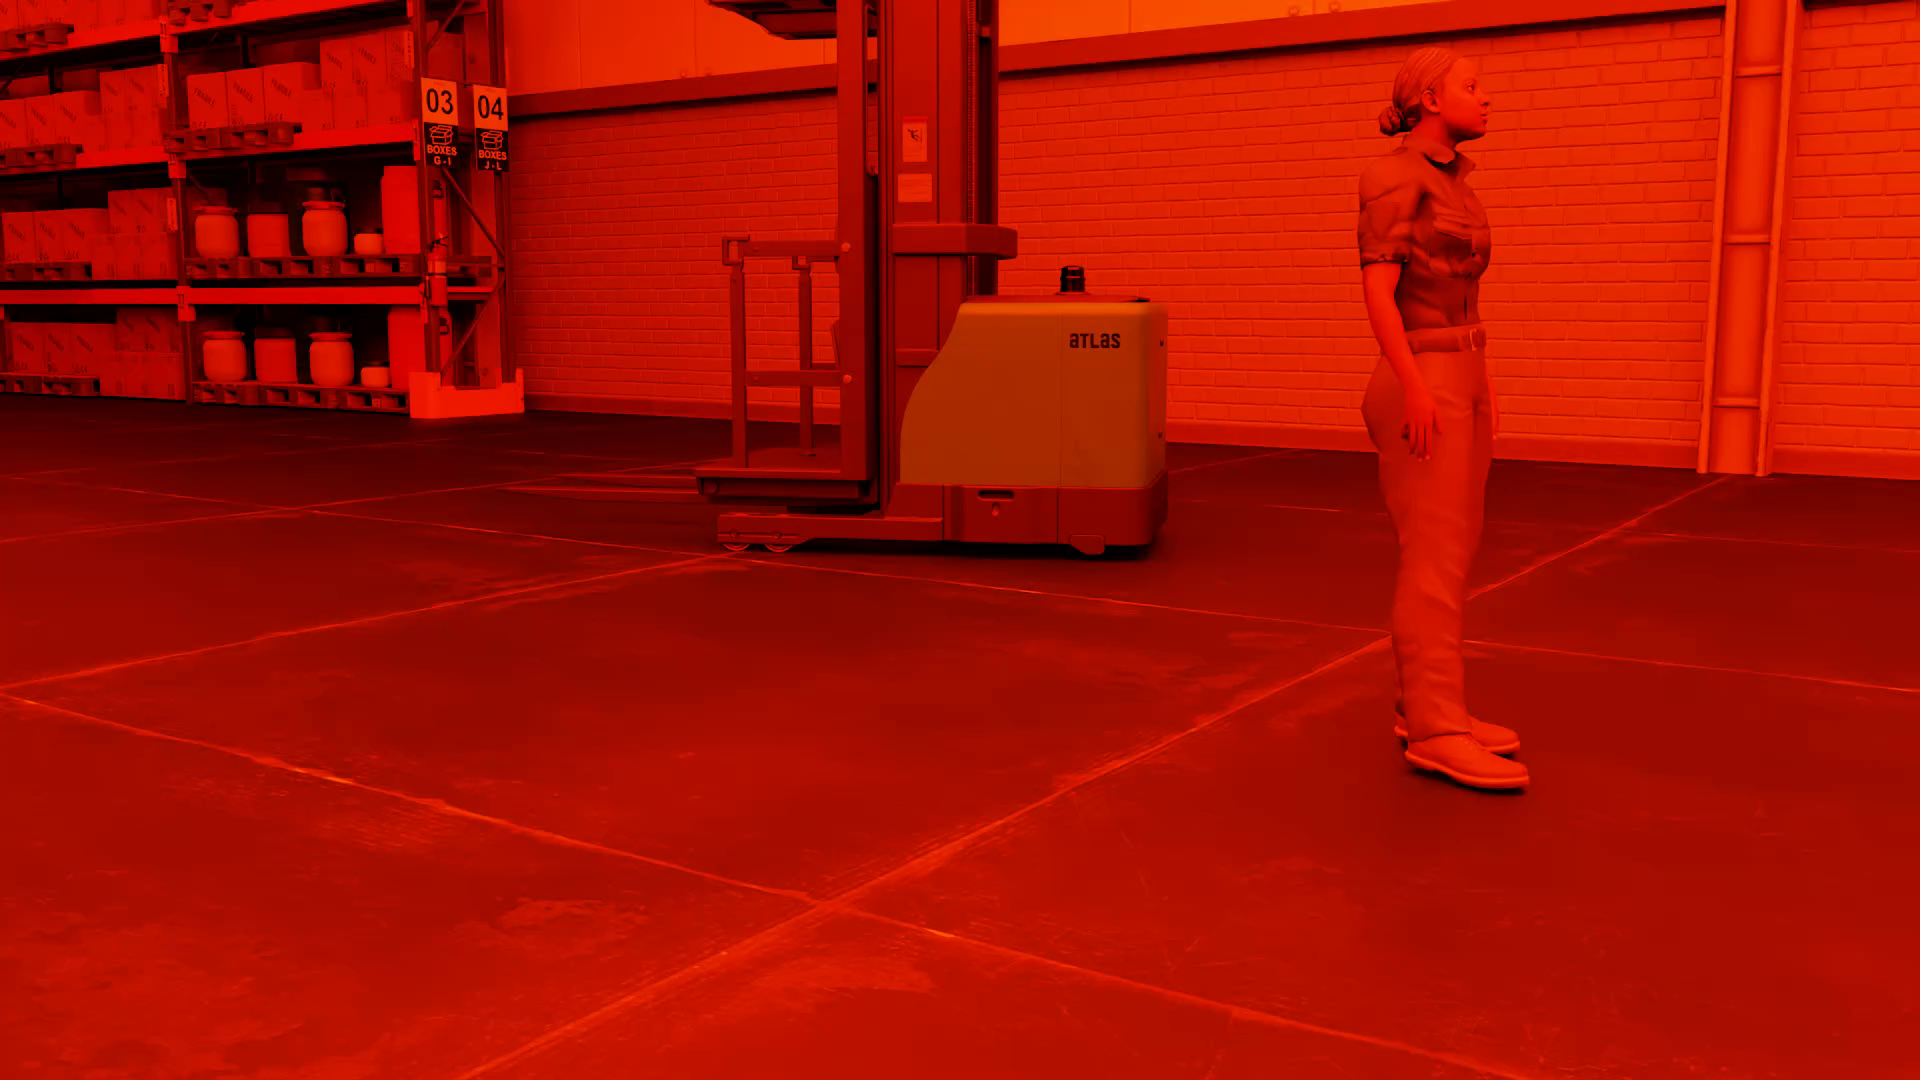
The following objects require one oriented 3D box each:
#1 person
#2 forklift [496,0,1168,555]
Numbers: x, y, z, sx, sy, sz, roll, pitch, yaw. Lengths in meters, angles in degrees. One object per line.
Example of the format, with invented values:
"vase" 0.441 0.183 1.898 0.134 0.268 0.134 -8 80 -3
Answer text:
"person" 1.180 -0.313 3.877 0.504 1.655 0.570 6 10 35
"forklift" -0.596 -1.469 7.520 3.031 2.935 1.130 2 8 12
